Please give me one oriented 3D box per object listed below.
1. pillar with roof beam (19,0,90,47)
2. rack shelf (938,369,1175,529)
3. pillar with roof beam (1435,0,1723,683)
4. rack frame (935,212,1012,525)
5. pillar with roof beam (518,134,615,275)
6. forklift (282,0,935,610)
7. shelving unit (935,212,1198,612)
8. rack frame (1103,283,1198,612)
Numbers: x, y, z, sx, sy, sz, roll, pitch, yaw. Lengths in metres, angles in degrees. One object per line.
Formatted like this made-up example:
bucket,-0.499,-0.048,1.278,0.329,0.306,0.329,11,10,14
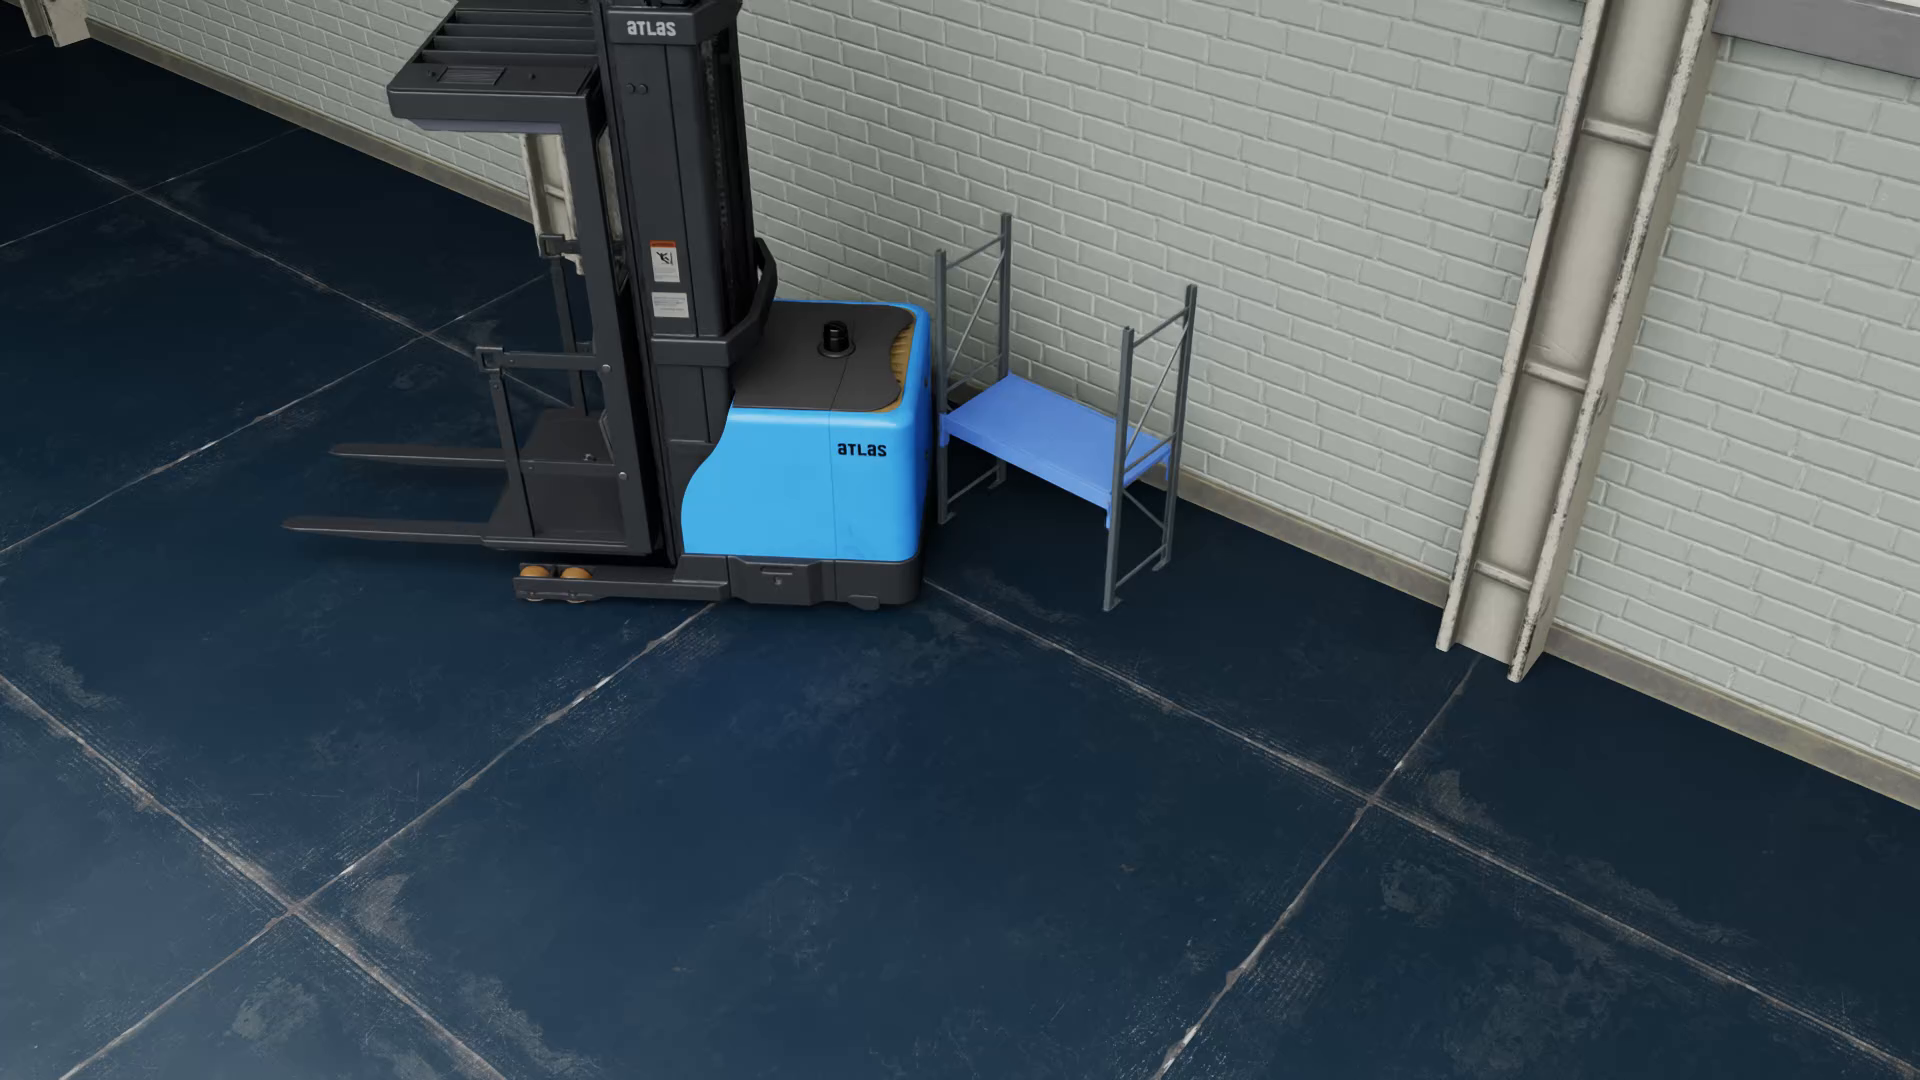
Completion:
pillar with roof beam,-9.756,-5.449,7.770,0.400,9.000,9.100,25,45,29
rack shelf,0.449,-0.441,7.749,1.000,0.185,0.538,28,46,31
pillar with roof beam,-0.224,-0.954,2.030,0.400,9.000,9.100,25,45,29
rack frame,0.062,-0.786,7.898,0.032,1.500,0.500,28,46,31
pillar with roof beam,-4.990,-3.202,4.900,0.400,9.000,9.100,25,45,29
forklift,-1.664,-1.184,7.245,3.031,2.935,1.130,2,38,3
shelving unit,0.449,-0.583,7.638,1.048,1.500,0.538,28,46,31
rack frame,0.836,-0.379,7.379,0.032,1.500,0.500,28,46,31
